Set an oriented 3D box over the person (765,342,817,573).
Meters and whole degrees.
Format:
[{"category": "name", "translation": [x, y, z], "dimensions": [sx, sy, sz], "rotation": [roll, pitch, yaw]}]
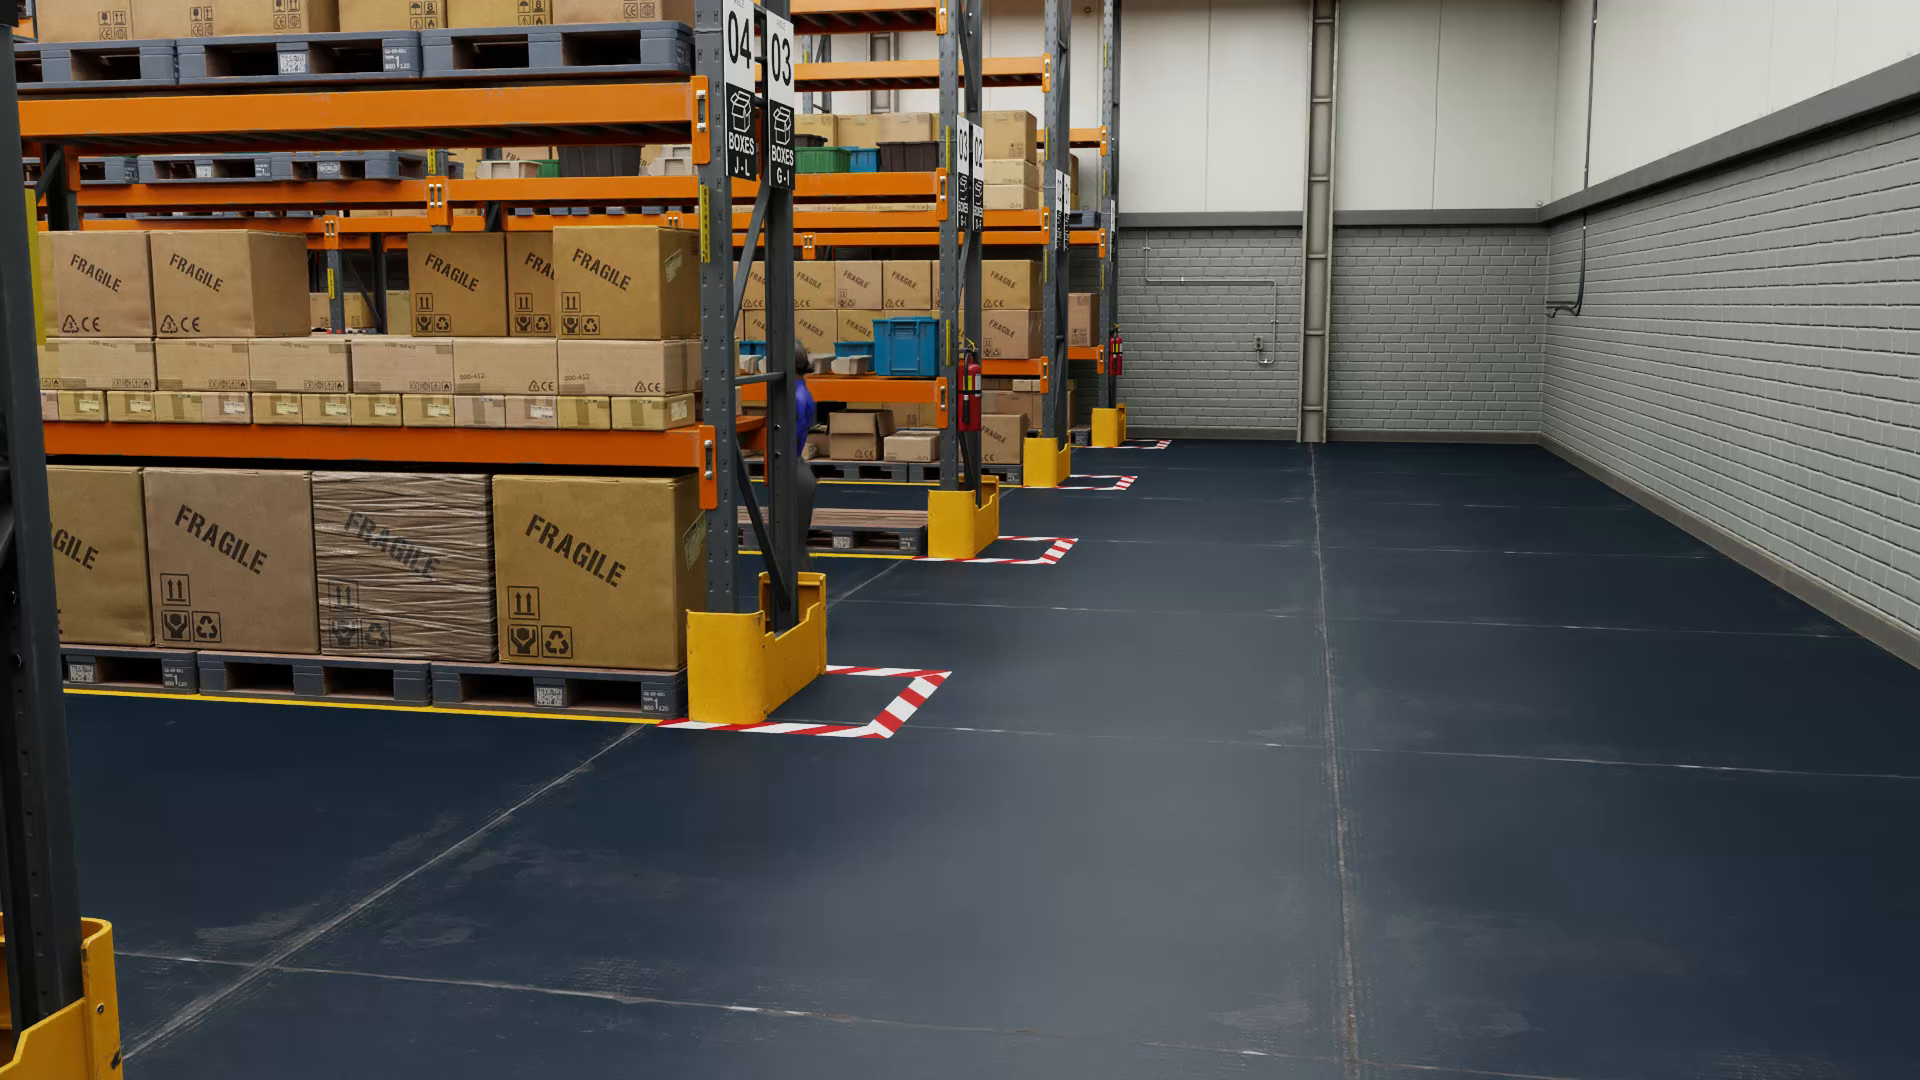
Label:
[{"category": "person", "translation": [-0.958, -0.284, 9.357], "dimensions": [0.307, 1.661, 0.438], "rotation": [0, 8, -1]}]
